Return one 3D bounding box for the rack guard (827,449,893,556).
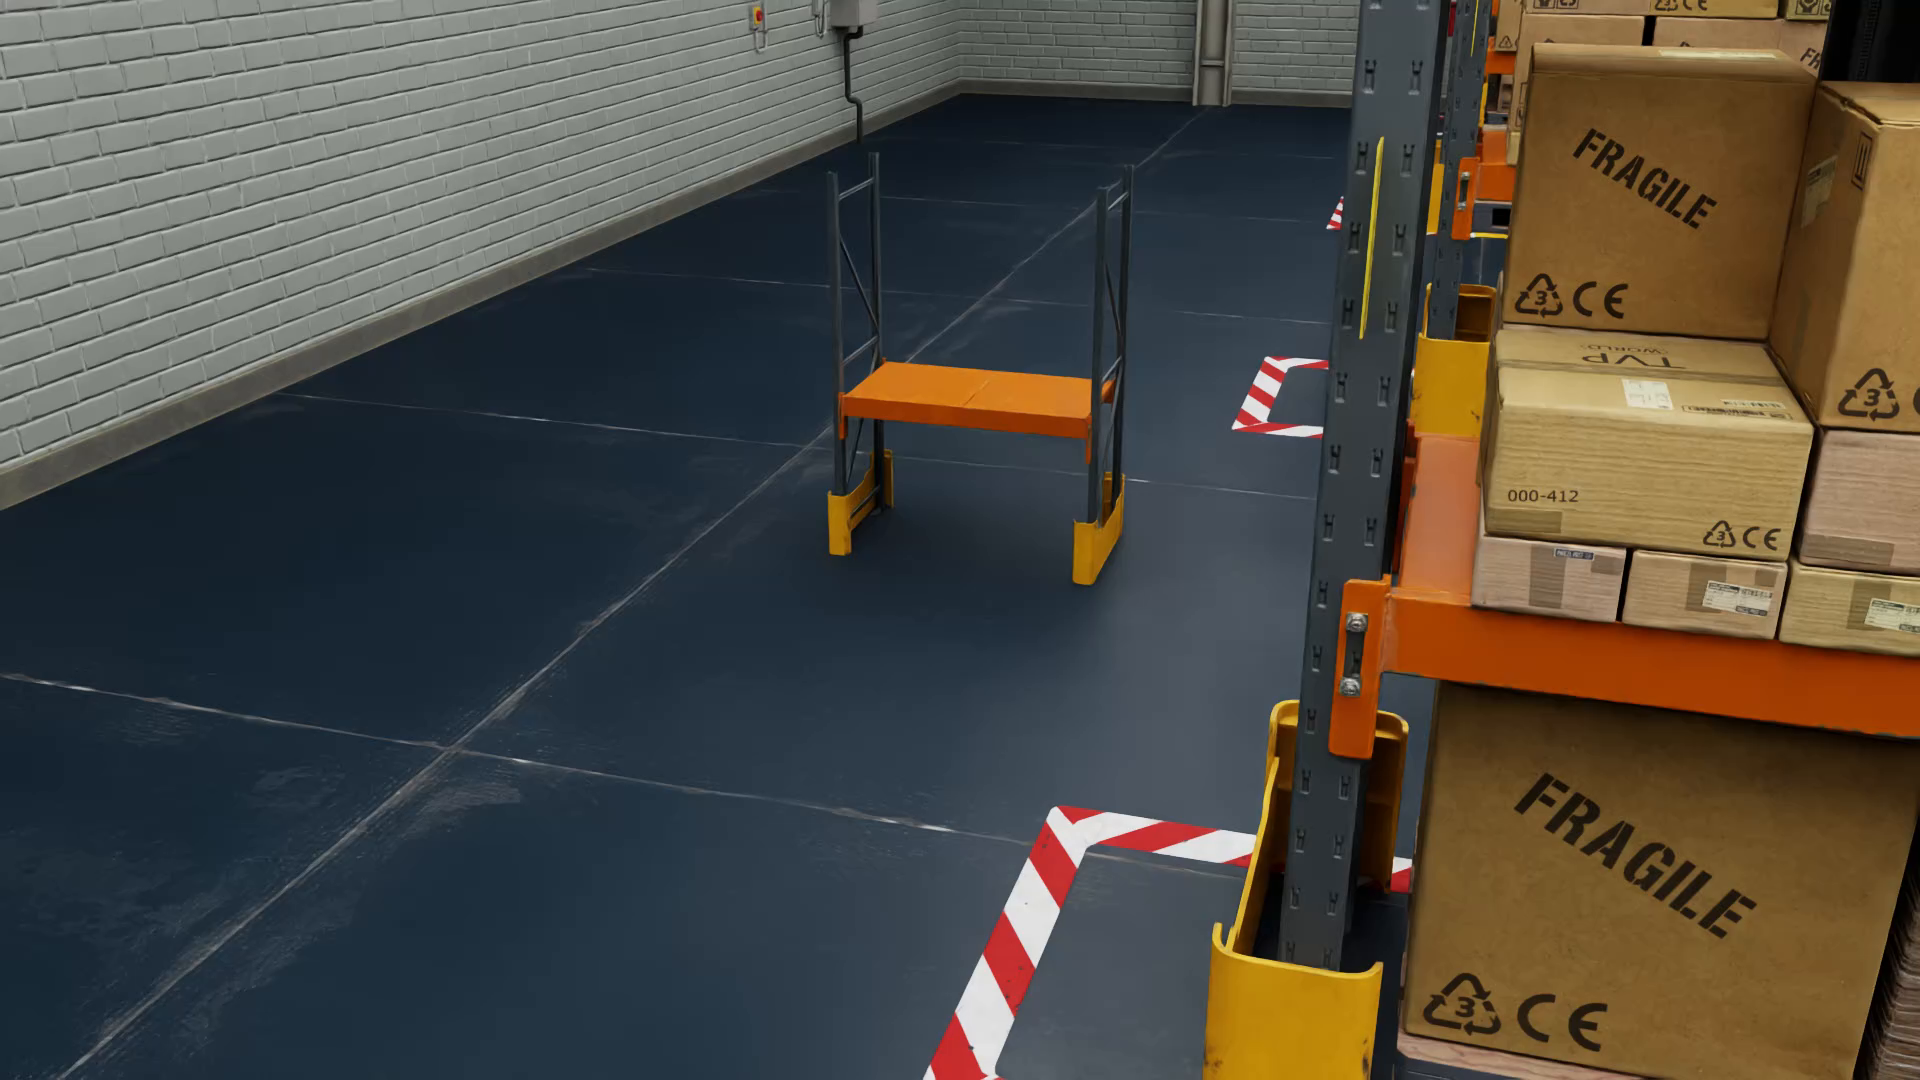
[{"bbox_3d":[-0.404,-0.162,6.835,0.087,0.250,0.587,7,23,16],"label":"rack guard"}]

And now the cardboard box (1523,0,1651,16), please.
[{"bbox_3d":[2.745,-2.565,7.229,0.500,0.500,0.500,6,23,15],"label":"cardboard box"}]

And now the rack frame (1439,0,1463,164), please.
[{"bbox_3d":[3.725,-3.874,12.261,0.127,3.000,1.000,7,23,16],"label":"rack frame"}]

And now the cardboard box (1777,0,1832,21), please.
[{"bbox_3d":[3.722,-2.447,6.941,0.500,0.500,0.500,6,23,14],"label":"cardboard box"}]

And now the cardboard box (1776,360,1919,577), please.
[{"bbox_3d":[1.744,-0.136,2.954,0.500,0.250,0.500,6,23,15],"label":"cardboard box"}]

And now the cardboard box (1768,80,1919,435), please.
[{"bbox_3d":[1.723,-0.483,2.812,0.500,0.500,0.500,6,23,14],"label":"cardboard box"}]

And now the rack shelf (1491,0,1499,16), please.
[{"bbox_3d":[7.070,-5.125,16.260,4.000,0.370,1.077,7,23,16],"label":"rack shelf"}]

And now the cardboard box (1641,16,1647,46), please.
[{"bbox_3d":[3.388,-2.234,7.739,0.500,0.500,0.500,6,23,15],"label":"cardboard box"}]

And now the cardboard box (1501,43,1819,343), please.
[{"bbox_3d":[1.405,-0.730,3.415,0.500,0.500,0.500,7,23,16],"label":"cardboard box"}]

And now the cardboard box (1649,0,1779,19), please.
[{"bbox_3d":[3.230,-2.512,7.100,0.500,0.500,0.500,7,23,17],"label":"cardboard box"}]

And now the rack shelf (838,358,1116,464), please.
[{"bbox_3d":[0.082,-0.518,6.531,1.000,0.185,0.538,7,23,16],"label":"rack shelf"}]

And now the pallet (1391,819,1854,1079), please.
[{"bbox_3d":[1.651,1.076,3.868,1.213,0.211,1.003,7,23,16],"label":"pallet"}]

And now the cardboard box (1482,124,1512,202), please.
[{"bbox_3d":[4.386,-2.846,12.579,0.875,0.438,0.875,6,23,14],"label":"cardboard box"}]

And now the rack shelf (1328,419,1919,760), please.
[{"bbox_3d":[2.777,0.279,3.085,4.000,0.370,1.077,7,23,16],"label":"rack shelf"}]

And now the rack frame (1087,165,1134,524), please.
[{"bbox_3d":[0.568,-0.629,6.327,0.032,1.500,0.500,7,23,16],"label":"rack frame"}]

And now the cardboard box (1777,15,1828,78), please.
[{"bbox_3d":[3.727,-1.991,7.147,0.500,0.500,0.500,7,23,16],"label":"cardboard box"}]

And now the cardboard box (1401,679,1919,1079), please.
[{"bbox_3d":[1.498,0.557,3.706,0.875,0.875,0.875,7,23,16],"label":"cardboard box"}]

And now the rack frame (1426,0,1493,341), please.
[{"bbox_3d":[2.392,-2.064,7.849,0.127,3.000,1.000,7,23,16],"label":"rack frame"}]

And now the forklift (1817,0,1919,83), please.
[{"bbox_3d":[3.487,-0.973,5.279,3.031,2.935,1.130,6,23,15],"label":"forklift"}]

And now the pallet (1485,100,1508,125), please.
[{"bbox_3d":[5.992,-4.292,16.955,1.213,0.211,1.003,7,23,16],"label":"pallet"}]

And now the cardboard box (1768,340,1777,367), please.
[{"bbox_3d":[1.889,-0.329,3.424,0.500,0.250,0.500,6,23,15],"label":"cardboard box"}]

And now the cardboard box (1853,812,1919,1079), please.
[{"bbox_3d":[2.370,0.657,3.463,0.875,0.875,0.875,7,23,16],"label":"cardboard box"}]

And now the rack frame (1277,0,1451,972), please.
[{"bbox_3d":[0.863,-0.273,3.483,0.127,3.000,1.000,7,23,16],"label":"rack frame"}]

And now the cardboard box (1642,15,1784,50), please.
[{"bbox_3d":[3.262,-2.049,7.289,0.500,0.500,0.500,7,23,16],"label":"cardboard box"}]

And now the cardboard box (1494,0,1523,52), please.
[{"bbox_3d":[4.102,-3.763,11.859,0.500,0.500,0.500,6,23,15],"label":"cardboard box"}]

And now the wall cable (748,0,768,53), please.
[{"bbox_3d":[-1.680,-4.968,13.548,0.123,1.953,0.585,7,23,16],"label":"wall cable"}]

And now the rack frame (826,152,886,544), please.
[{"bbox_3d":[-0.405,-0.740,6.598,0.032,1.500,0.500,7,23,16],"label":"rack frame"}]

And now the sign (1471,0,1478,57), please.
[{"bbox_3d":[2.235,-2.267,7.204,0.005,0.325,0.100,7,23,16],"label":"sign"}]

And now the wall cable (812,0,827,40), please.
[{"bbox_3d":[-1.281,-5.470,14.814,0.122,1.984,0.588,7,23,16],"label":"wall cable"}]

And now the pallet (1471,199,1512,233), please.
[{"bbox_3d":[4.513,-2.524,12.646,1.213,0.211,1.003,7,23,16],"label":"pallet"}]

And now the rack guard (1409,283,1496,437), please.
[{"bbox_3d":[2.465,-0.899,8.303,0.348,0.500,1.175,7,23,16],"label":"rack guard"}]

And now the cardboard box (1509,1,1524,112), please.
[{"bbox_3d":[2.897,-2.292,7.882,0.500,0.500,0.500,7,23,17],"label":"cardboard box"}]

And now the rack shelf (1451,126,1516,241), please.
[{"bbox_3d":[4.307,-1.512,7.451,4.000,0.370,1.077,7,23,16],"label":"rack shelf"}]

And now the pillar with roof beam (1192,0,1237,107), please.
[{"bbox_3d":[1.591,-7.512,13.226,0.400,9.000,9.100,7,23,16],"label":"pillar with roof beam"}]

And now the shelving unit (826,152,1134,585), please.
[{"bbox_3d":[0.073,-0.686,6.465,1.083,1.500,0.587,7,23,16],"label":"shelving unit"}]

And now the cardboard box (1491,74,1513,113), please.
[{"bbox_3d":[5.714,-4.615,16.805,0.637,0.503,0.797,6,23,13],"label":"cardboard box"}]

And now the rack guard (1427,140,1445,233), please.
[{"bbox_3d":[3.702,-2.720,12.742,0.348,0.500,1.175,7,23,16],"label":"rack guard"}]

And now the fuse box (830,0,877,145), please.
[{"bbox_3d":[-0.933,-4.634,15.813,0.414,1.711,0.539,7,23,16],"label":"fuse box"}]

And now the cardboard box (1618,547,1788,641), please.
[{"bbox_3d":[1.353,0.030,3.076,0.250,0.149,0.380,6,23,15],"label":"cardboard box"}]

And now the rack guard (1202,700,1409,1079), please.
[{"bbox_3d":[0.840,0.881,3.964,0.348,0.500,1.175,7,23,16],"label":"rack guard"}]

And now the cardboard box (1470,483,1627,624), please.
[{"bbox_3d":[1.107,0.002,3.143,0.250,0.149,0.380,7,23,16],"label":"cardboard box"}]

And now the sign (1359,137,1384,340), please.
[{"bbox_3d":[0.697,-0.509,2.814,0.005,0.325,0.100,7,23,16],"label":"sign"}]

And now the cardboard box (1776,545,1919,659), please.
[{"bbox_3d":[1.598,0.058,3.008,0.250,0.149,0.380,6,23,14],"label":"cardboard box"}]

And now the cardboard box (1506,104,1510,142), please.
[{"bbox_3d":[2.786,-2.015,8.060,0.250,0.149,0.380,7,23,16],"label":"cardboard box"}]

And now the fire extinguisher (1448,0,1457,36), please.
[{"bbox_3d":[4.881,-5.317,16.374,0.183,0.674,0.296,7,23,16],"label":"fire extinguisher"}]

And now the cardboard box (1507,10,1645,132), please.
[{"bbox_3d":[2.742,-2.098,7.409,0.500,0.500,0.500,8,24,18],"label":"cardboard box"}]

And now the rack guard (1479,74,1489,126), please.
[{"bbox_3d":[5.228,-4.513,17.112,0.348,0.500,1.175,7,23,16],"label":"rack guard"}]

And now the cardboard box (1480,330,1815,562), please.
[{"bbox_3d":[1.244,-0.190,3.088,0.500,0.250,0.500,6,23,14],"label":"cardboard box"}]

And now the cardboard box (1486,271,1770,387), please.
[{"bbox_3d":[1.403,-0.384,3.560,0.500,0.250,0.500,6,23,15],"label":"cardboard box"}]

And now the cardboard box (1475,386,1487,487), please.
[{"bbox_3d":[1.299,-0.237,3.727,0.250,0.149,0.380,7,23,17],"label":"cardboard box"}]

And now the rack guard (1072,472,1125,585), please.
[{"bbox_3d":[0.550,-0.053,6.569,0.087,0.250,0.587,7,23,16],"label":"rack guard"}]

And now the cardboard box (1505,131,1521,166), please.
[{"bbox_3d":[2.608,-1.793,7.520,0.250,0.149,0.380,6,23,15],"label":"cardboard box"}]

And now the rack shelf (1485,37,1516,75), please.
[{"bbox_3d":[5.640,-3.321,11.863,4.000,0.370,1.077,7,23,16],"label":"rack shelf"}]
